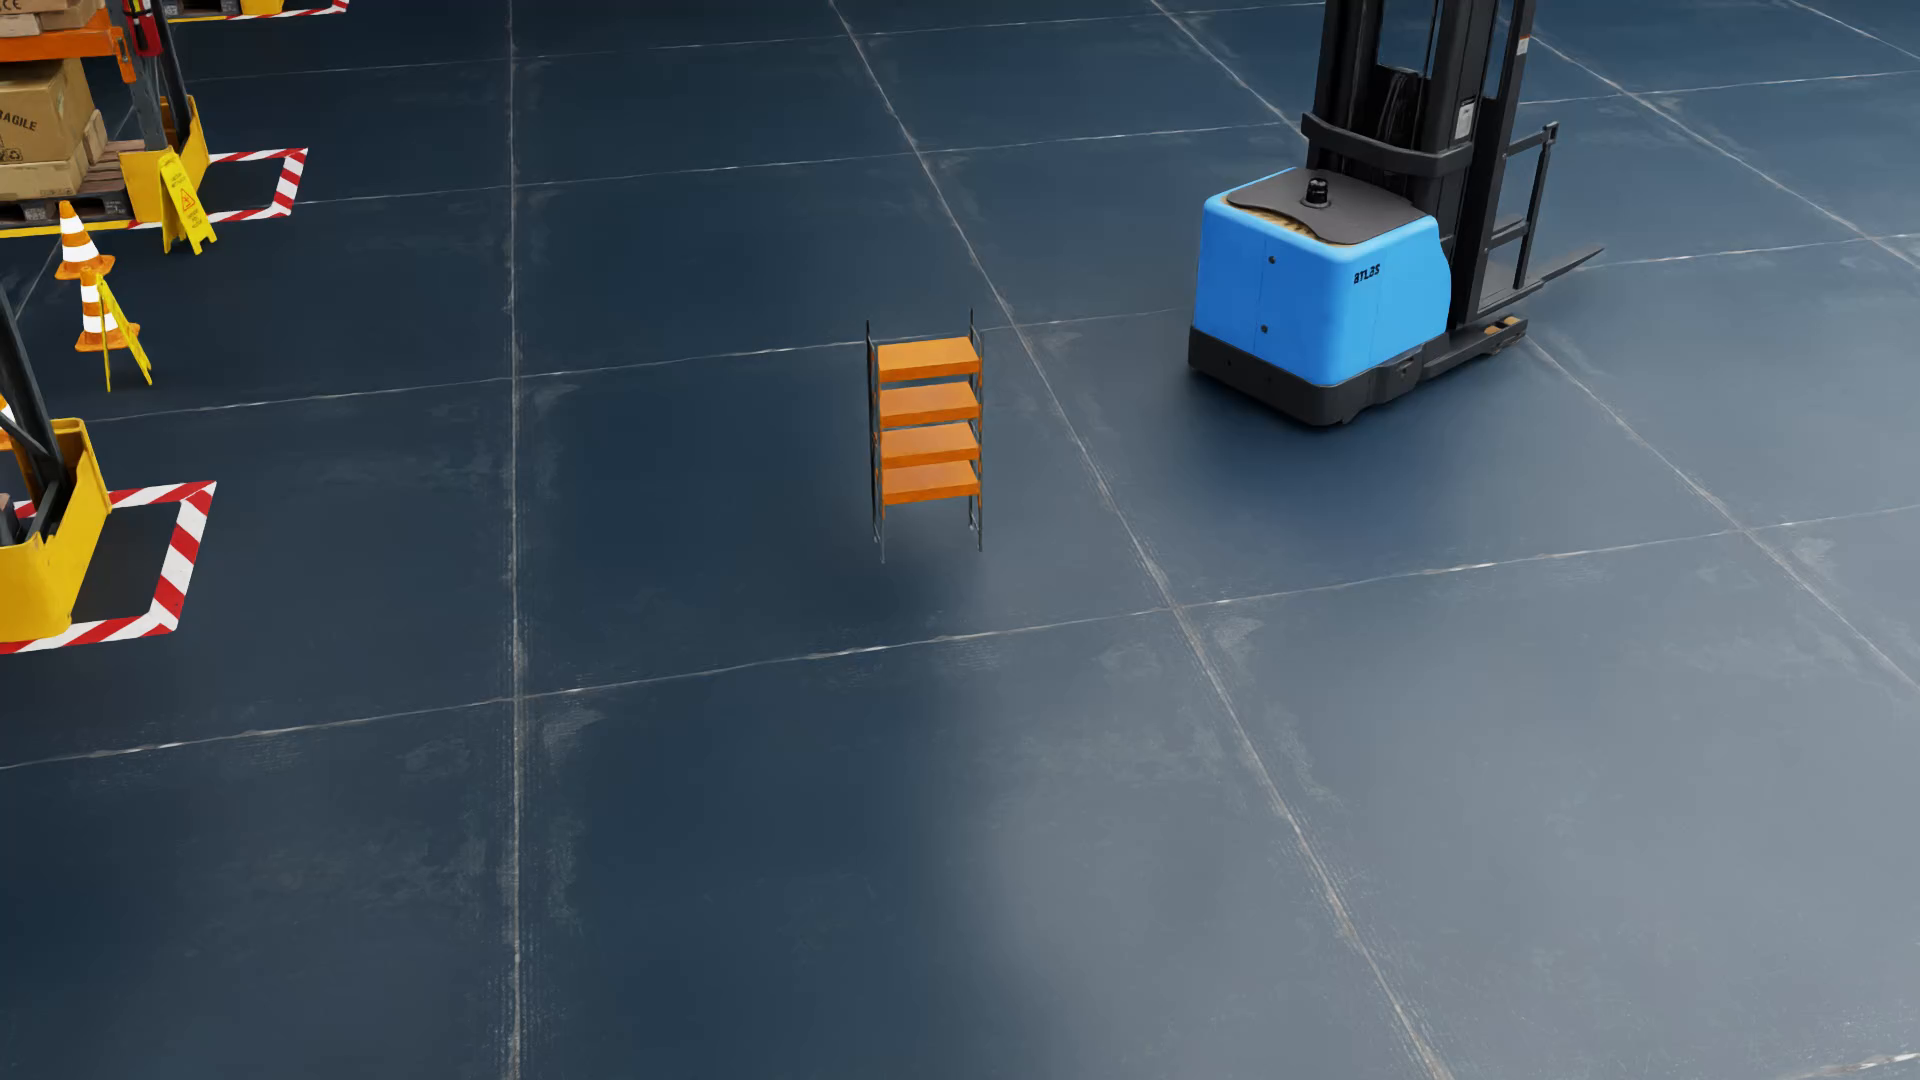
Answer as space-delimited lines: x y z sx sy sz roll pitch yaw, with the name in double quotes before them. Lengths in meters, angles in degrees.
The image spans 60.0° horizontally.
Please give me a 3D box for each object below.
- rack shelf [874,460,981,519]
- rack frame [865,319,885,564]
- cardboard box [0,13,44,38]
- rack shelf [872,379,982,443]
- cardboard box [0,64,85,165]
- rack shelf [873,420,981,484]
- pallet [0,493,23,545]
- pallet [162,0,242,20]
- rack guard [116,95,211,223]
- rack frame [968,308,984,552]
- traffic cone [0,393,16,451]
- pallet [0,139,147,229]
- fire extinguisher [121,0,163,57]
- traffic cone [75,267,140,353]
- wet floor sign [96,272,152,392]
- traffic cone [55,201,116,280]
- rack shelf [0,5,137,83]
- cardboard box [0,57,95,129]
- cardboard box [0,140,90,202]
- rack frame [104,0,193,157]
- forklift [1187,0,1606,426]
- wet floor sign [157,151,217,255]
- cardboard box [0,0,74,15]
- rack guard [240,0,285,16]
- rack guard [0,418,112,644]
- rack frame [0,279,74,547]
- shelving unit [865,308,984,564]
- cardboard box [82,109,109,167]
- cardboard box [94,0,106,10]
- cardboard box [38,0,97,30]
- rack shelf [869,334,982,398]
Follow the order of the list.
"rack shelf" -0.161 -0.257 8.033 0.480 0.148 0.258 -7 35 -11
"rack frame" -0.399 -0.448 7.841 0.015 1.200 0.240 -7 35 -11
"cardboard box" -6.138 -3.423 10.884 0.250 0.149 0.380 -8 35 -11
"rack shelf" -0.161 -0.608 7.798 0.480 0.148 0.258 -7 35 -11
"cardboard box" -6.322 -2.884 11.274 0.500 0.500 0.500 -7 34 -10
"rack shelf" -0.161 -0.422 7.923 0.480 0.148 0.258 -7 35 -11
"pallet" -5.170 0.196 7.769 1.213 0.211 1.003 -7 35 -11
"pallet" -7.433 -5.203 15.814 1.213 0.211 1.003 -7 35 -11
"rack guard" -5.672 -2.733 11.874 0.348 0.500 1.175 -7 35 -11
"rack frame" 0.077 -0.508 7.930 0.015 1.200 0.240 -7 35 -11
"traffic cone" -5.238 -0.756 8.961 0.334 0.463 0.336 -7 35 -11
"pallet" -6.472 -2.533 11.835 1.213 0.211 1.003 -7 35 -11
"fire extinguisher" -5.384 -3.512 10.861 0.183 0.674 0.296 -7 35 -11
"traffic cone" -5.156 -1.412 9.938 0.334 0.463 0.336 -7 35 -11
"wet floor sign" -4.816 -1.205 9.466 0.232 0.644 0.267 -13 36 -19
"traffic cone" -5.733 -1.973 10.775 0.334 0.463 0.336 -7 35 -11
"rack shelf" -7.548 -3.236 11.026 4.000 0.370 1.077 -7 35 -11
"cardboard box" -6.469 -3.173 11.703 0.500 0.500 0.500 -8 35 -12
"cardboard box" -6.350 -2.565 11.471 0.500 0.250 0.500 -7 35 -11
"rack frame" -5.598 -3.781 11.192 0.127 3.000 1.000 -7 35 -11
"forklift" 2.774 -2.522 9.378 3.031 2.935 1.130 -25 41 -32
"wet floor sign" -5.176 -2.245 11.016 0.232 0.644 0.267 4 34 6
"cardboard box" -6.066 -3.729 10.759 0.500 0.500 0.500 -8 35 -11
"rack guard" -6.673 -5.443 15.912 0.348 0.500 1.175 -7 35 -11
"rack guard" -4.384 -0.068 7.902 0.348 0.500 1.175 -7 35 -11
"rack frame" -4.407 -1.103 7.201 0.127 3.000 1.000 -7 35 -11
"shelving unit" -0.161 -0.478 7.885 0.503 1.200 0.258 -7 35 -11
"cardboard box" -6.446 -2.864 11.917 0.500 0.250 0.500 -7 35 -11
"cardboard box" -5.975 -3.747 11.367 0.250 0.149 0.380 -7 35 -10
"cardboard box" -5.915 -3.514 11.020 0.250 0.149 0.380 -6 34 -9
"rack shelf" -0.161 -0.804 7.666 0.480 0.148 0.258 -7 35 -11
